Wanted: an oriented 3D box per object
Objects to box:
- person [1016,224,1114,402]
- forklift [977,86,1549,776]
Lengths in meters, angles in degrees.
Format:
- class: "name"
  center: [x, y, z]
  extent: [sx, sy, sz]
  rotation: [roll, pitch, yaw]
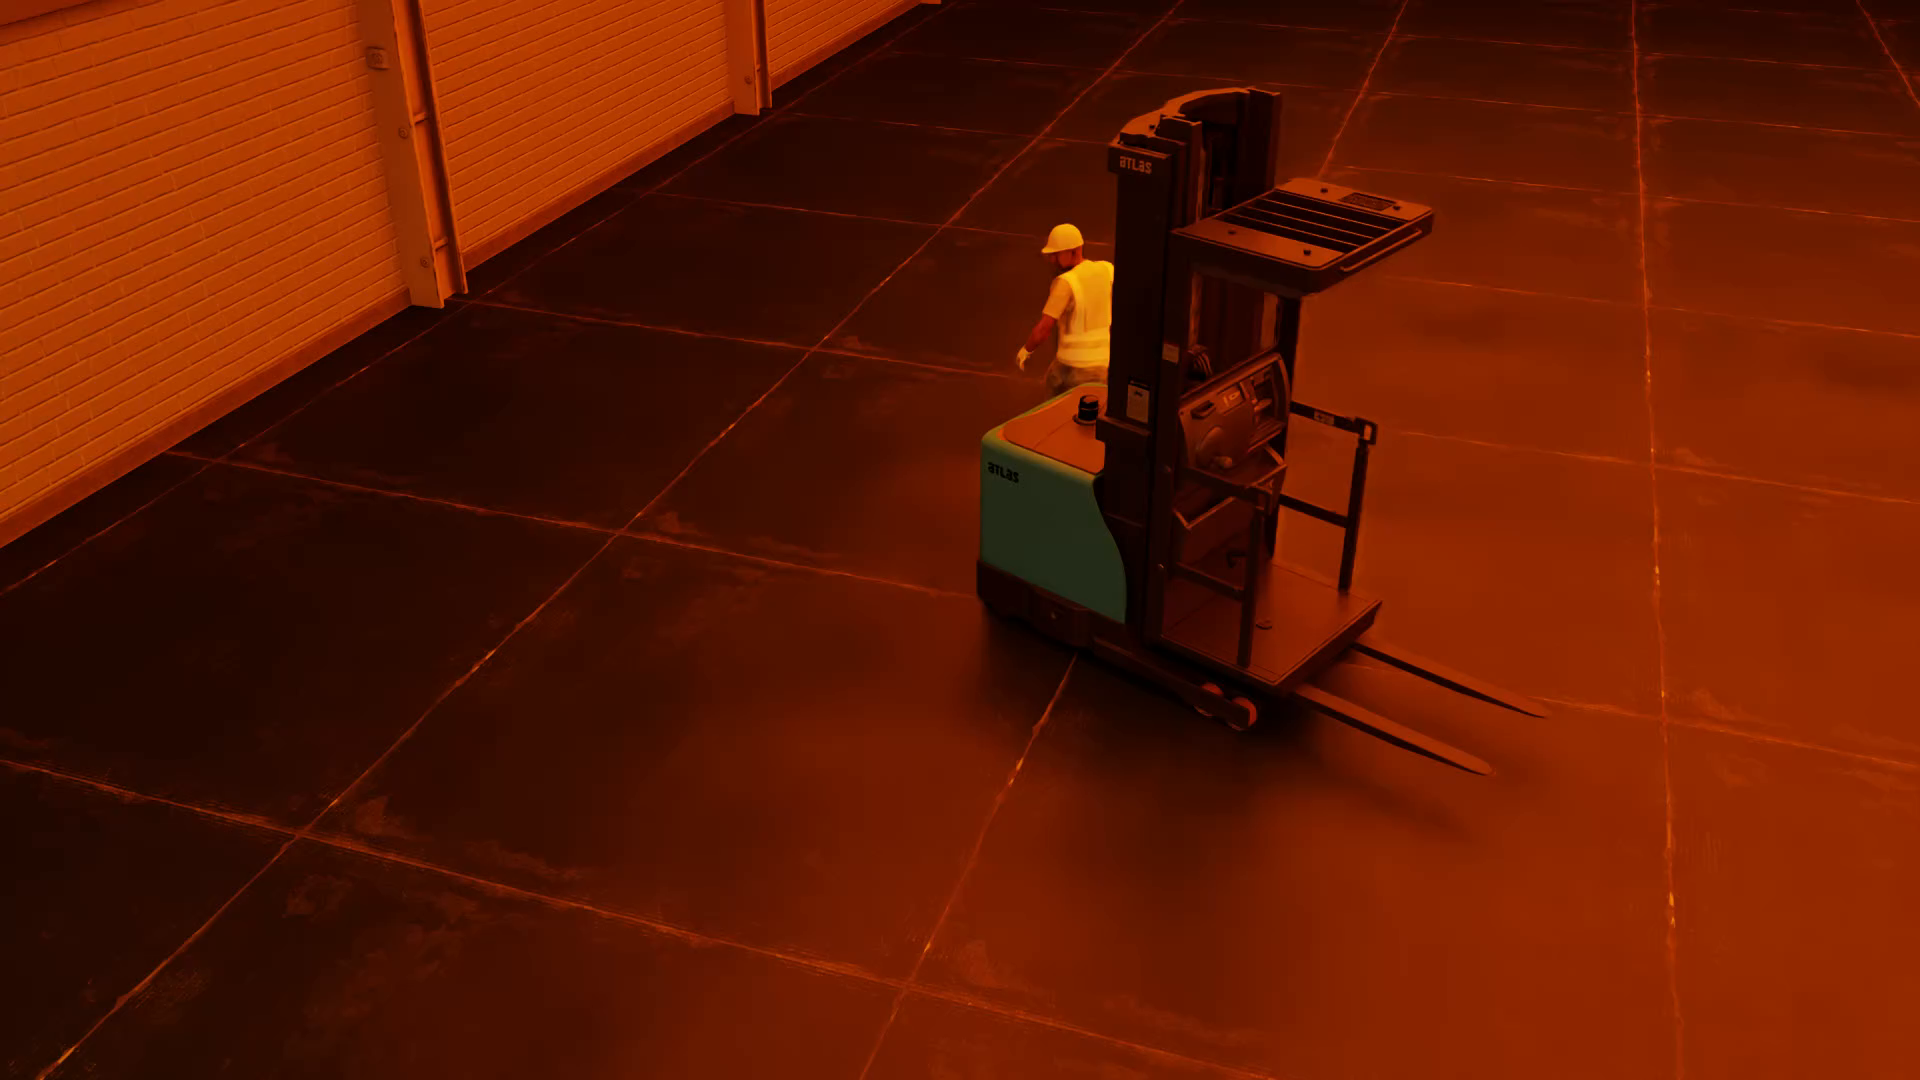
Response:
- class: "person"
  center: [0.836, -1.217, 10.674]
  extent: [0.959, 1.593, 0.586]
  rotation: [-14, 33, -23]
- class: "forklift"
  center: [1.535, -0.605, 8.199]
  extent: [3.031, 2.935, 1.130]
  rotation: [24, 37, 35]
